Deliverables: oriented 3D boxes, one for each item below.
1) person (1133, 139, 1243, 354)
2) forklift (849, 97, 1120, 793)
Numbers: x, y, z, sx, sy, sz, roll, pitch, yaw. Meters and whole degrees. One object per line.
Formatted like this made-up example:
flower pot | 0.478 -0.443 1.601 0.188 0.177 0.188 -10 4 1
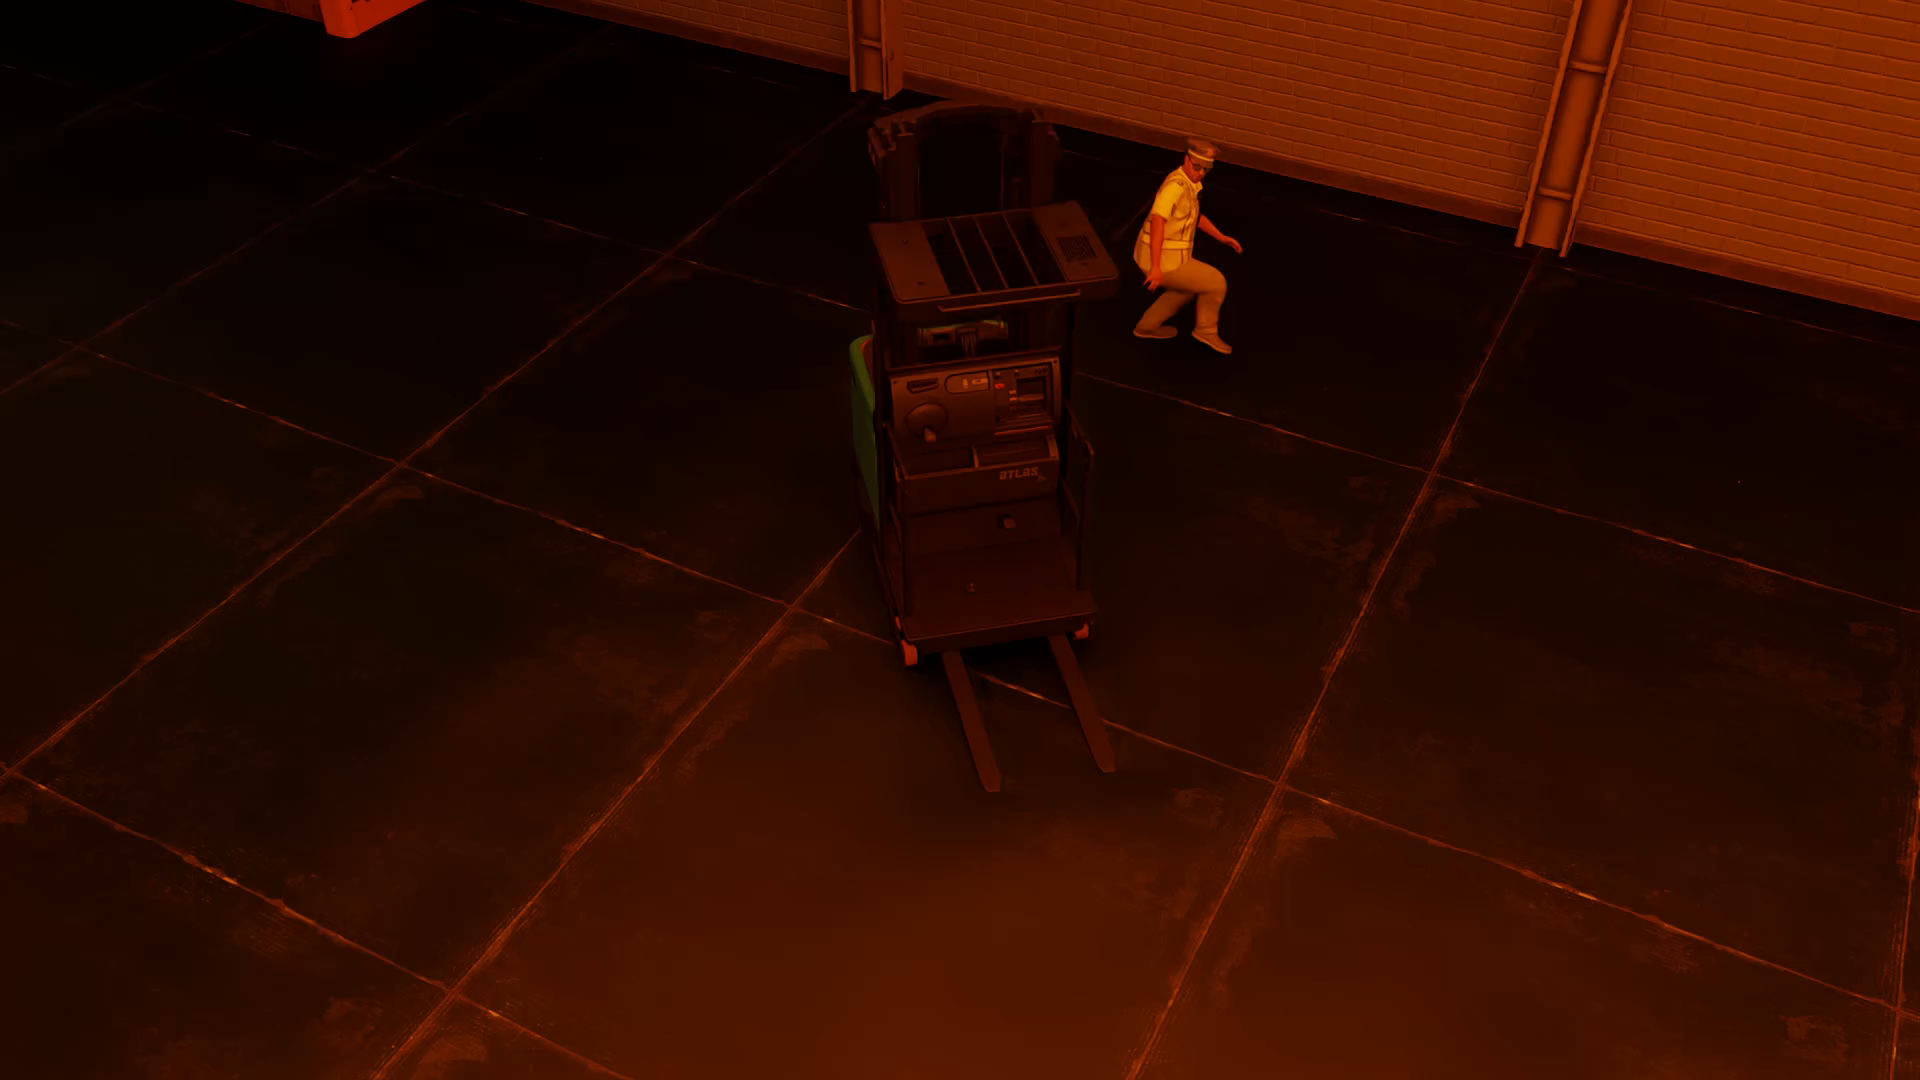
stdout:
person | 1.585 -1.962 11.397 0.777 1.570 0.773 -2 40 -2
forklift | 0.138 -0.673 8.786 1.130 2.935 3.031 -8 41 -10
